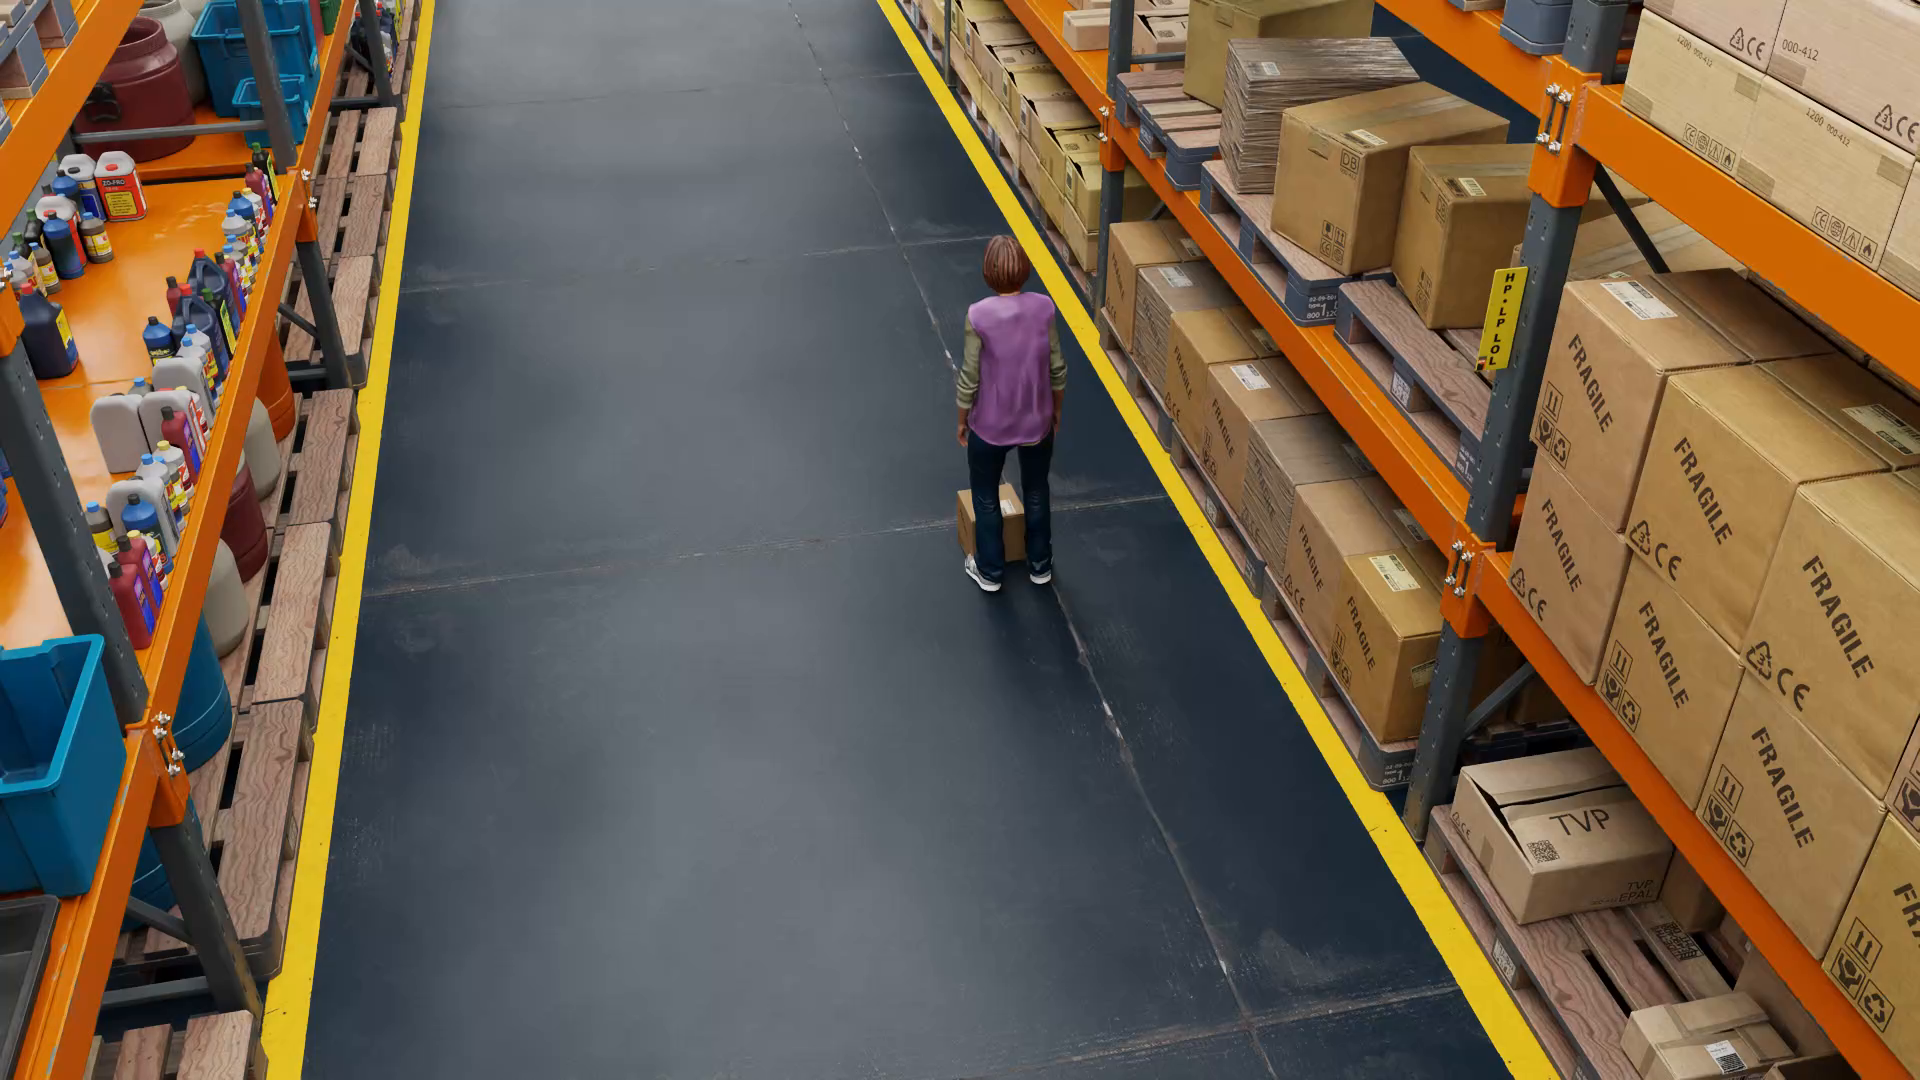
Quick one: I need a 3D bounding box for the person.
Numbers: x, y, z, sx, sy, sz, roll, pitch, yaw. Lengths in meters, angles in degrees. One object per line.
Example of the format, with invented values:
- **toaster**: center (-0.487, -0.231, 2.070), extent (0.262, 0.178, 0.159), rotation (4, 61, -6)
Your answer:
- **person**: center (0.204, -0.389, 6.923), extent (0.459, 1.352, 0.324), rotation (-8, 36, -11)
